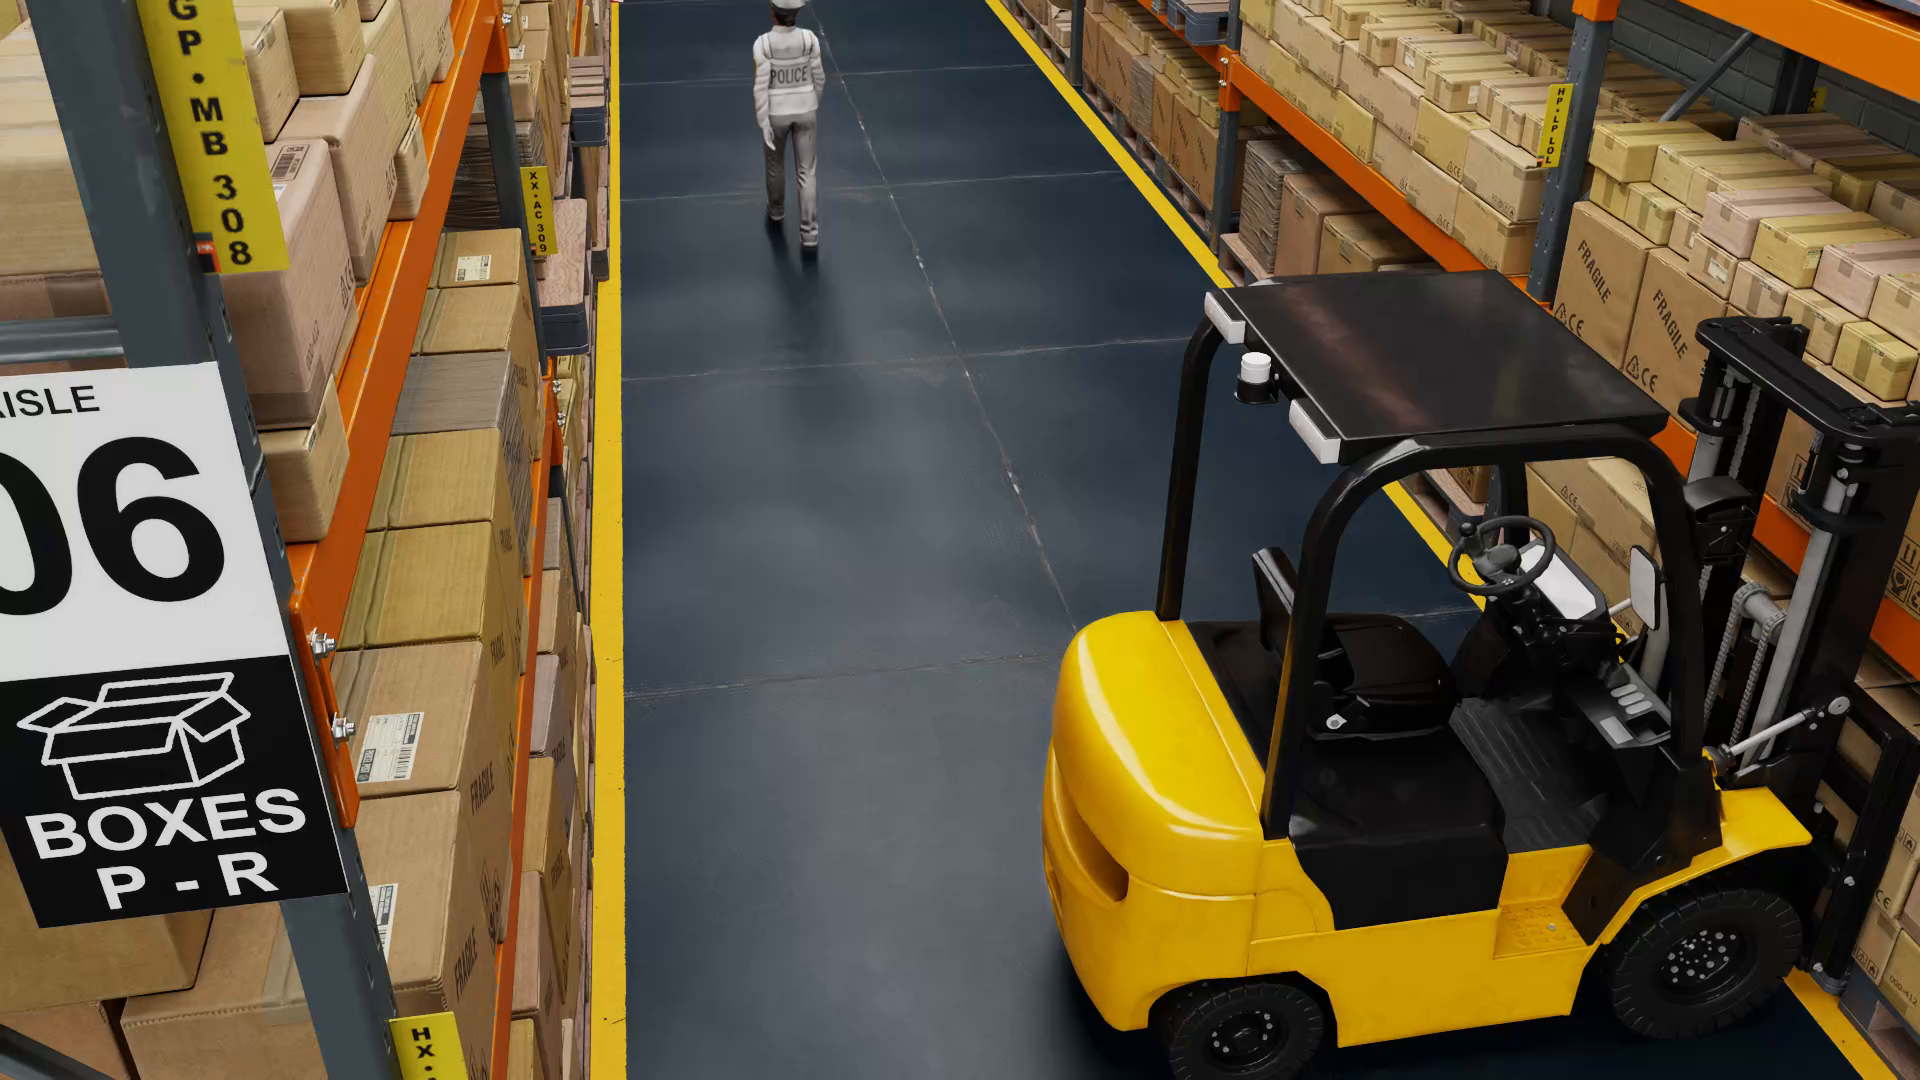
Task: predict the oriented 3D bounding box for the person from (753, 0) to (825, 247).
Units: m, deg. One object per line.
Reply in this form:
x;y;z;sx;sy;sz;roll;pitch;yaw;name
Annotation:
-1.098;-2.779;10.744;0.477;1.636;0.993;-5;31;-9;person
